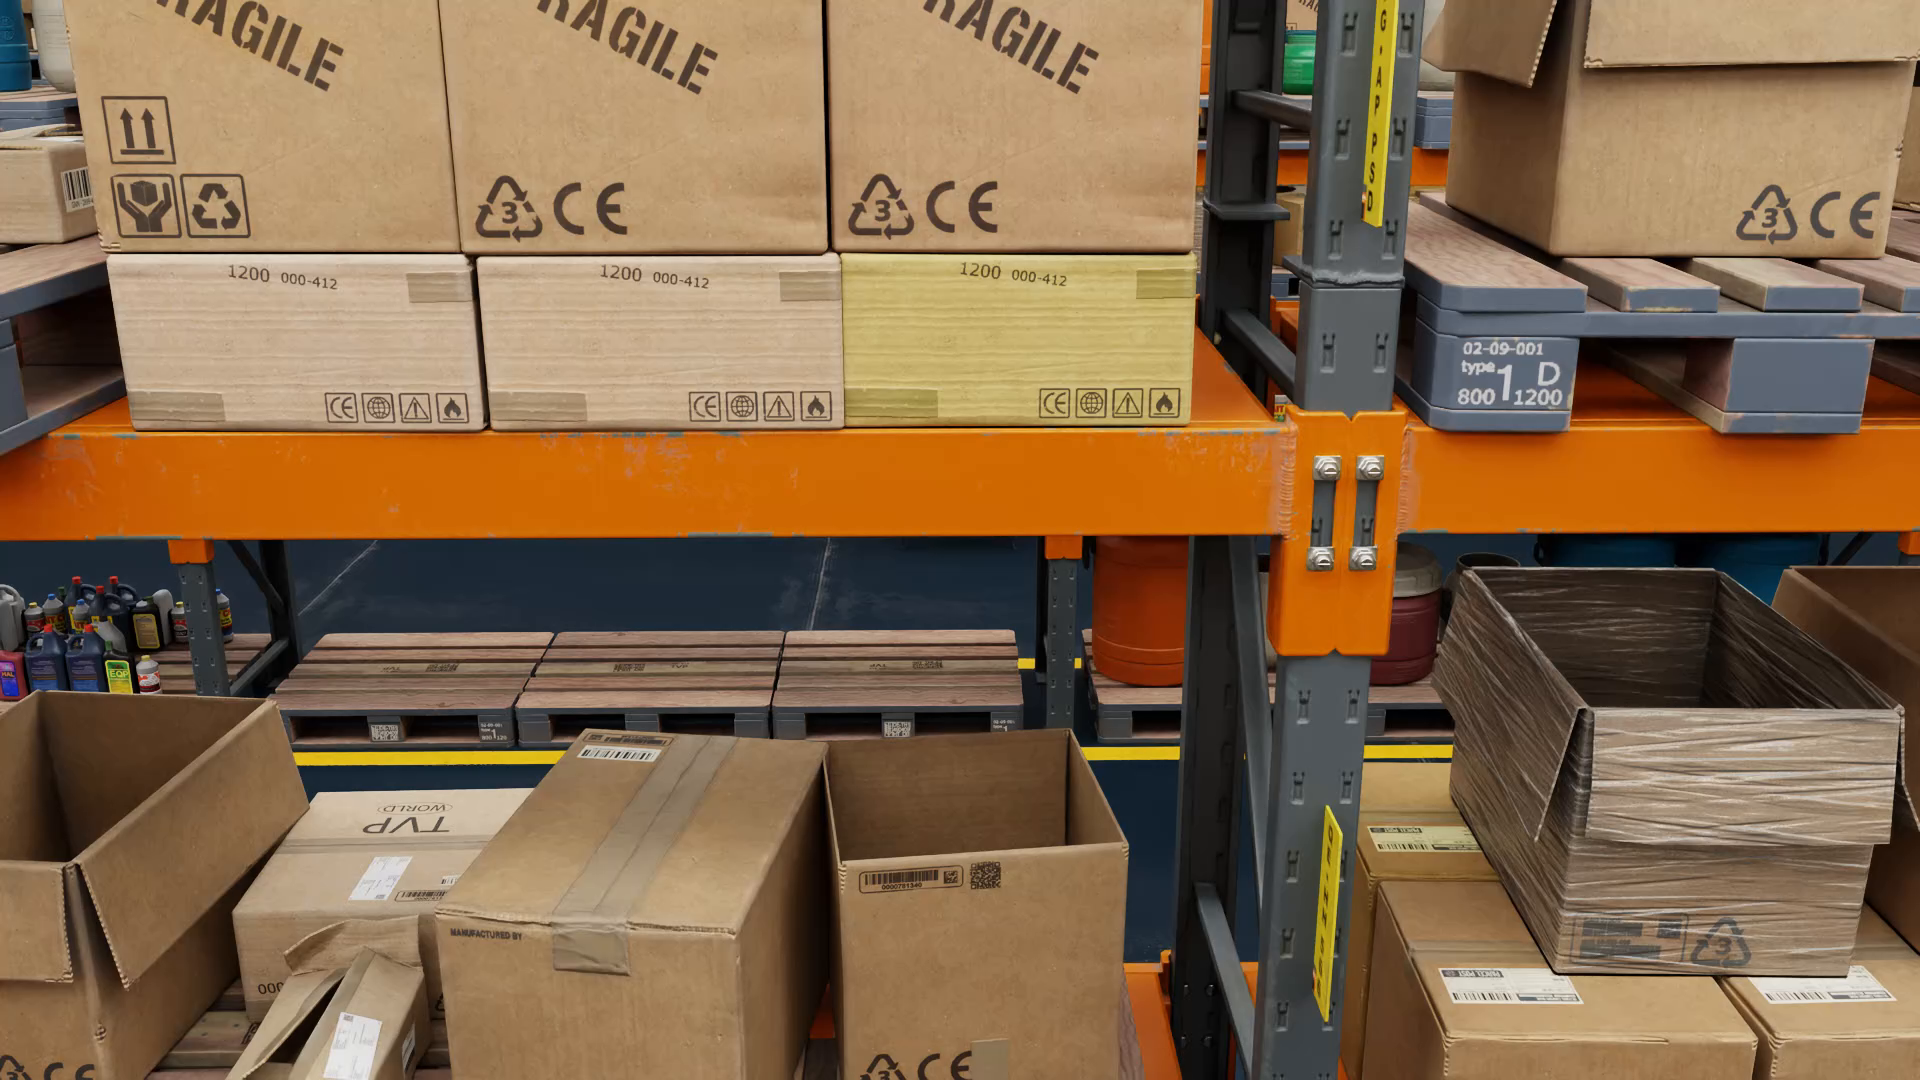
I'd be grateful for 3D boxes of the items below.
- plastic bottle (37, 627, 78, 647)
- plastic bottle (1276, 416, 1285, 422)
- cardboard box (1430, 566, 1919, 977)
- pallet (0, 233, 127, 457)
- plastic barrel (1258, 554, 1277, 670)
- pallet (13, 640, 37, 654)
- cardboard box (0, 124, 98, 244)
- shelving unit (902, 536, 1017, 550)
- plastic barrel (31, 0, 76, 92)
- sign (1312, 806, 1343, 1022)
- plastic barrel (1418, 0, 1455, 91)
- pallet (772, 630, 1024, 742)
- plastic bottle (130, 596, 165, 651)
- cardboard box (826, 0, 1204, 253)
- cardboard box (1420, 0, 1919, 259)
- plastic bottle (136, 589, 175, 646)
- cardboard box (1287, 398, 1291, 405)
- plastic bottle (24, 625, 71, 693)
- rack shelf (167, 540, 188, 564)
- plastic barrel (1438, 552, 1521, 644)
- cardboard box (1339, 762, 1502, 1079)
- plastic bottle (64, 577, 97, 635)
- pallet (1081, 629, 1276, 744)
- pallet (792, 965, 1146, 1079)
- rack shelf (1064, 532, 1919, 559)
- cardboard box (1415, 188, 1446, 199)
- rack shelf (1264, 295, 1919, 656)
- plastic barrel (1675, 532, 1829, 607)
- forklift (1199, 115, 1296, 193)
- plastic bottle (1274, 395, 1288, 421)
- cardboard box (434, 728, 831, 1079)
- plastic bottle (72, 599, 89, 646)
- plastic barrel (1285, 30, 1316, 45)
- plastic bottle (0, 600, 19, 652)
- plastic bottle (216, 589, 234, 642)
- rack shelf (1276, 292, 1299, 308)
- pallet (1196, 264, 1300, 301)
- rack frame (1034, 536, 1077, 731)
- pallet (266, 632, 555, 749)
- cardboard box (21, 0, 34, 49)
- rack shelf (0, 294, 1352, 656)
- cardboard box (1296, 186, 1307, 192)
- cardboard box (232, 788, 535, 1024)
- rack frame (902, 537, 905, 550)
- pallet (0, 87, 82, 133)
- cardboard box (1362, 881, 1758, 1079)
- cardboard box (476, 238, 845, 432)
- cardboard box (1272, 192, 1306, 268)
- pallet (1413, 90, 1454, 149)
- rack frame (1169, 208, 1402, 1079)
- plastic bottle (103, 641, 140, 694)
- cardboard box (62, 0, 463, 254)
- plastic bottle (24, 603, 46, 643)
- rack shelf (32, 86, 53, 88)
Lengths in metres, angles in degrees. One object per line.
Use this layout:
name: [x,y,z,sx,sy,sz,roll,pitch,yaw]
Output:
plastic bottle: [-4.388,0.566,8.110,0.135,0.276,0.152,0,18,-1]
plastic bottle: [1.486,-0.442,7.727,0.097,0.271,0.097,0,18,0]
cardboard box: [1.280,0.401,3.079,0.637,0.503,0.797,0,18,1]
pallet: [-1.795,-0.371,2.689,1.003,0.211,1.213,0,18,-1]
plastic barrel: [1.522,0.360,8.401,0.421,0.512,0.421,0,18,0]
pallet: [-5.424,0.757,8.342,1.213,0.211,1.003,0,18,-1]
cardboard box: [-1.578,-0.612,2.829,0.250,0.166,0.380,-1,18,-2]
shelving unit: [-0.007,-0.714,10.818,0.755,1.500,0.431,0,18,-1]
plastic barrel: [-3.963,-2.308,7.549,0.421,0.512,0.421,0,18,0]
sign: [0.566,0.577,2.571,0.005,0.325,0.100,0,18,-1]
plastic barrel: [2.240,-2.335,7.595,0.433,0.535,0.433,0,18,0]
pallet: [-0.305,0.732,8.419,1.213,0.211,1.003,0,18,-1]
plastic bottle: [-4.175,0.426,8.536,0.133,0.283,0.061,0,18,-1]
cardboard box: [0.075,-0.710,2.457,0.500,0.500,0.500,0,18,1]
cardboard box: [1.157,-0.777,2.792,0.637,0.503,0.797,1,18,2]
plastic bottle: [-4.178,0.397,8.638,0.135,0.276,0.152,0,18,1]
cardboard box: [2.402,-1.044,12.762,0.500,0.500,0.500,-1,18,-3]
plastic bottle: [-4.361,0.576,7.958,0.185,0.351,0.144,-1,18,-4]
rack shelf: [-5.529,-0.216,7.988,4.000,0.370,1.077,0,18,-1]
plastic barrel: [2.651,0.354,8.418,0.421,0.512,0.421,0,18,0]
cardboard box: [1.038,0.800,3.480,0.500,0.500,0.500,0,18,1]
plastic bottle: [-4.532,0.362,8.625,0.185,0.351,0.144,-1,18,-3]
pallet: [1.258,0.724,8.445,1.213,0.211,1.003,0,18,-1]
pallet: [-0.163,1.053,3.169,1.003,0.211,1.213,0,18,-1]
rack shelf: [2.470,-0.254,8.108,4.000,0.370,1.077,0,18,-1]
cardboard box: [3.918,-2.433,12.871,0.500,0.500,0.700,-6,19,-19]
rack shelf: [2.548,-0.170,2.934,4.000,0.370,1.077,0,18,-1]
plastic barrel: [3.925,0.190,8.292,0.708,0.901,0.600,0,18,-1]
forklift: [2.196,-2.780,14.917,3.031,2.935,1.130,-1,18,-2]
plastic bottle: [1.604,-0.656,8.394,0.097,0.271,0.097,0,18,0]
cardboard box: [-0.548,0.726,3.023,0.500,0.500,0.700,2,18,7]
plastic bottle: [-4.486,0.436,8.523,0.097,0.271,0.097,0,18,0]
plastic barrel: [1.540,-2.200,7.622,0.301,0.262,0.301,0,18,0]
plastic bottle: [-4.929,0.445,8.490,0.135,0.276,0.152,0,18,-1]
plastic bottle: [-3.855,0.389,8.670,0.097,0.271,0.097,0,18,0]
rack shelf: [2.395,-1.767,12.824,4.000,0.370,1.077,0,18,-1]
pallet: [2.340,-2.020,12.747,1.213,0.211,1.003,0,18,-1]
rack frame: [0.470,-0.587,7.968,0.127,3.000,1.000,0,18,-1]
pallet: [-2.745,0.744,8.383,1.213,0.211,1.003,0,18,-1]
cardboard box: [-7.029,-3.807,12.009,0.637,0.503,0.797,1,18,3]
rack shelf: [-1.451,-0.151,2.874,4.000,0.370,1.077,0,18,-1]
cardboard box: [3.346,-3.747,17.133,0.500,0.500,0.500,0,18,0]
cardboard box: [-1.131,0.735,3.405,0.500,0.250,0.500,-1,18,-2]
rack frame: [-0.373,-0.712,10.813,0.023,1.500,0.400,0,18,-1]
pallet: [-4.249,-1.873,7.375,1.003,0.211,1.213,0,18,-1]
cardboard box: [1.039,0.958,2.985,0.500,0.500,0.500,0,18,1]
cardboard box: [-0.419,-0.348,2.556,0.500,0.250,0.500,0,18,-1]
cardboard box: [2.630,-2.340,12.579,0.500,0.500,0.700,-5,18,-15]
pallet: [2.553,-1.905,7.474,1.213,0.211,1.003,0,18,-1]
rack frame: [0.548,0.925,3.252,0.127,3.000,1.000,0,18,-1]
plastic bottle: [-4.005,0.619,7.934,0.133,0.283,0.061,1,18,2]
cardboard box: [-0.933,-0.706,2.446,0.500,0.500,0.500,0,18,0]
plastic bottle: [-4.815,0.427,8.666,0.097,0.201,0.097,0,18,0]
rack shelf: [-5.604,-3.157,12.246,4.000,0.370,1.077,0,18,-1]
